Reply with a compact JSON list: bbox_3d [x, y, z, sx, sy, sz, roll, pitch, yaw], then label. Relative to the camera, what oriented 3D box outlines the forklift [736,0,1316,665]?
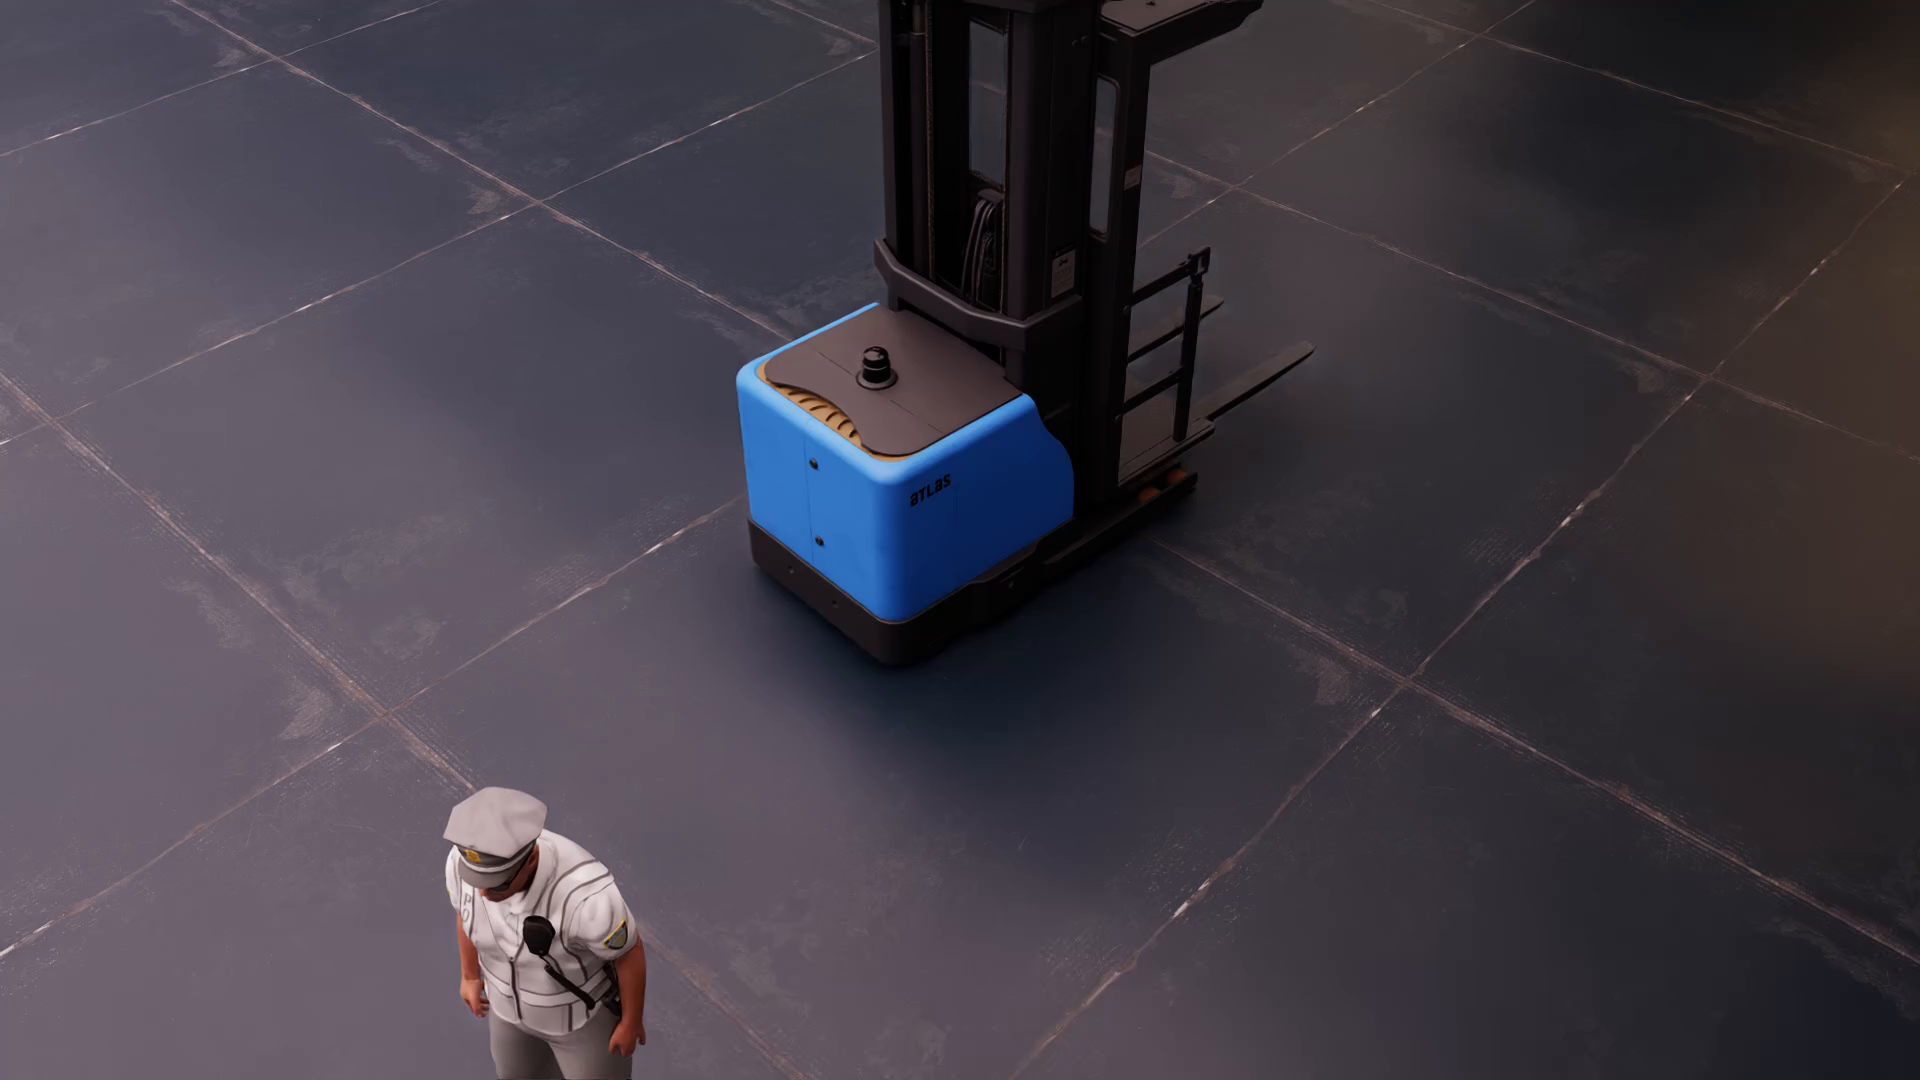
[{"bbox_3d":[0.482,-1.423,7.087,3.031,2.935,1.130,-31,49,-31],"label":"forklift"}]

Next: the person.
[{"bbox_3d":[-1.174,1.319,4.806,0.591,1.754,0.457,15,43,16],"label":"person"}]
